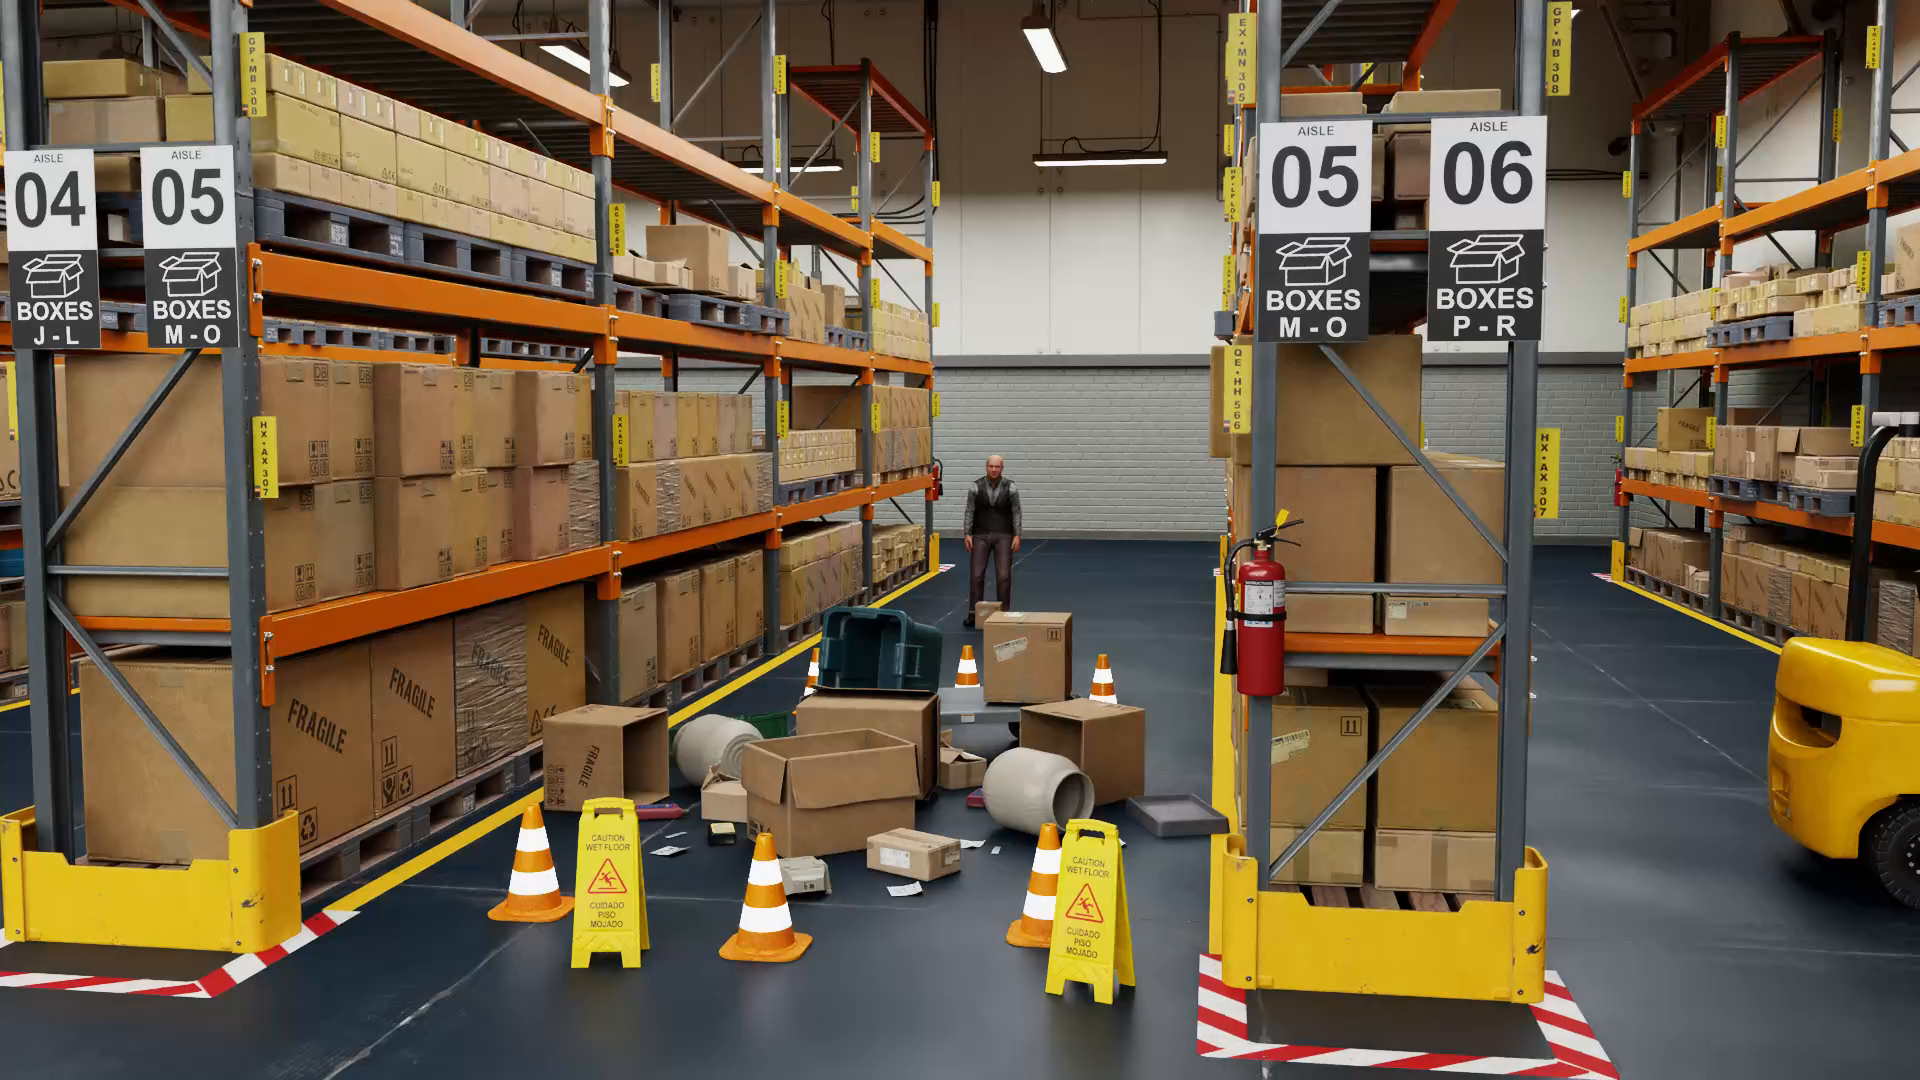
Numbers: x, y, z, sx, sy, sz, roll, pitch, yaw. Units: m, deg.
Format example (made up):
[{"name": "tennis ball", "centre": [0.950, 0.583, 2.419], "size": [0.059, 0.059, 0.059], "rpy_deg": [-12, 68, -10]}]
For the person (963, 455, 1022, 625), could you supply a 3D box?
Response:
[{"name": "person", "centre": [0.330, -0.002, 16.815], "size": [0.591, 1.720, 0.422], "rpy_deg": [0, 4, 5]}]
